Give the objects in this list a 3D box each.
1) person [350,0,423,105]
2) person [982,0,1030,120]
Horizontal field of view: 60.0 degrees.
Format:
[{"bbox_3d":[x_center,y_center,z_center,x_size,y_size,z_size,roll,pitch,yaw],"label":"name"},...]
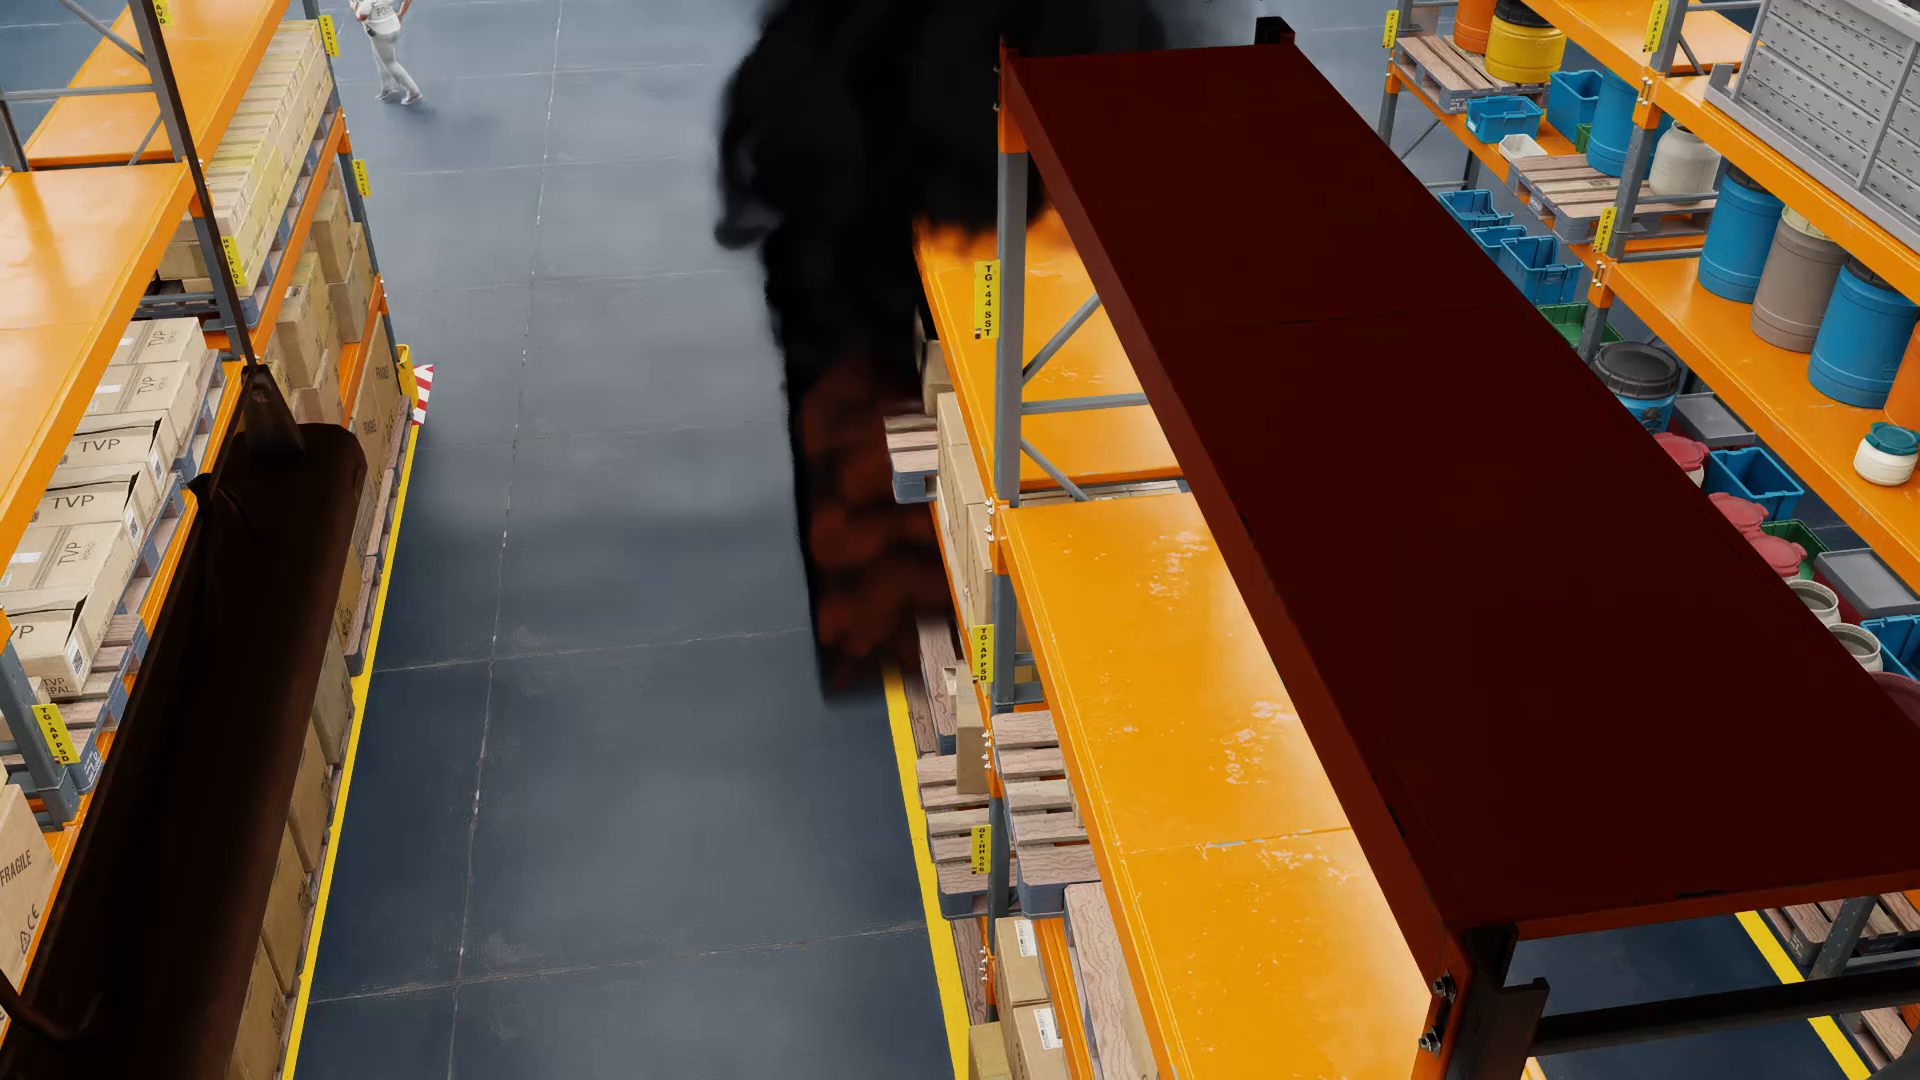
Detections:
[{"bbox_3d":[-7.046,-6.192,20.381,0.837,1.839,0.640,10,38,14],"label":"person"},{"bbox_3d":[0.504,-5.570,19.567,0.664,1.614,0.572,6,37,9],"label":"person"}]
